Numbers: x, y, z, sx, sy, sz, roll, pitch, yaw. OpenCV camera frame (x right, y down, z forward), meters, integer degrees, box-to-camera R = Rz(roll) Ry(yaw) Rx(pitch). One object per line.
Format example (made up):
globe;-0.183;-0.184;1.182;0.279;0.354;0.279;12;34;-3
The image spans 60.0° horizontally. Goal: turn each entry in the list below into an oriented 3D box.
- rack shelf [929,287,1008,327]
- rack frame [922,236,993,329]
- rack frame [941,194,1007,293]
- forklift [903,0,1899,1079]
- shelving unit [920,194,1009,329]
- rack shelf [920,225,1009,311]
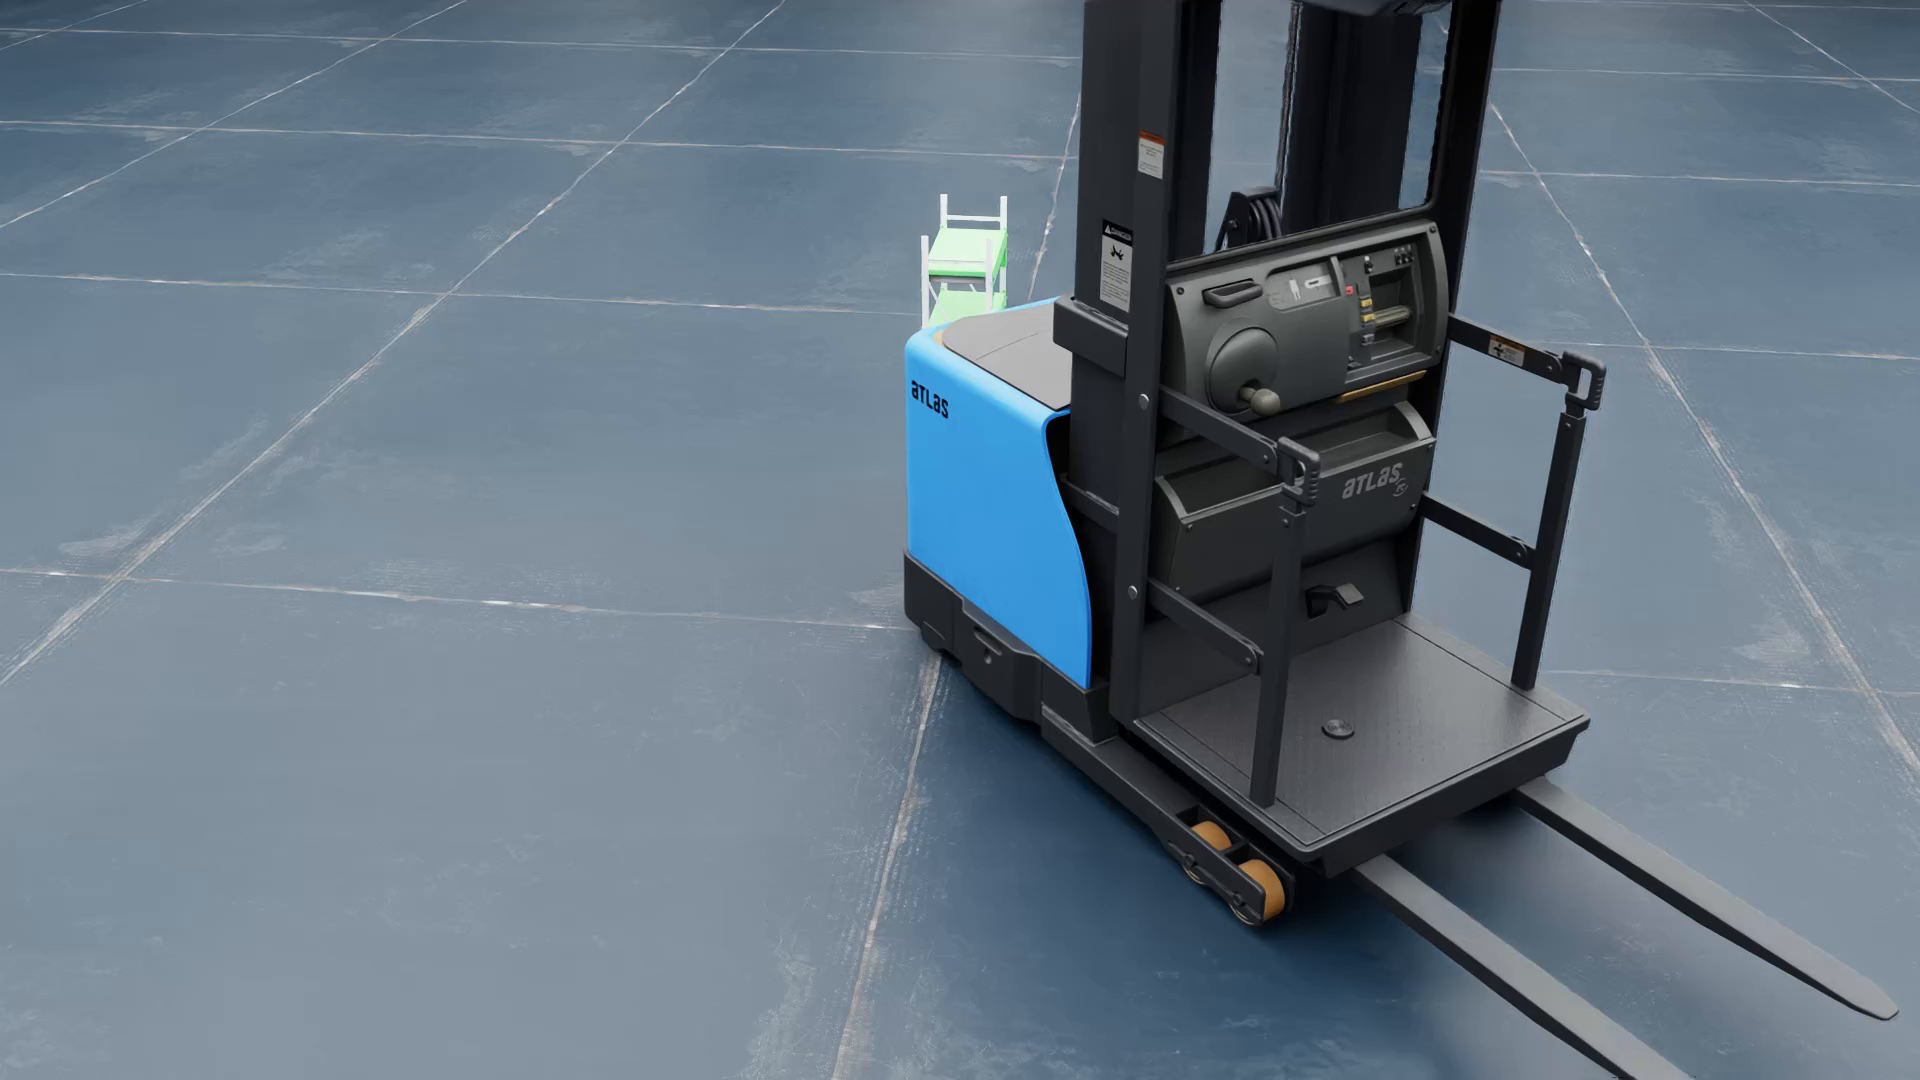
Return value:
rack shelf;0.020;-0.761;6.027;0.258;0.148;0.480;3;28;6
rack frame;-0.010;-0.491;5.897;0.240;1.200;0.015;3;28;6
rack frame;0.050;-0.721;6.323;0.240;1.200;0.015;3;28;6
forklift;1.038;-0.537;4.157;1.130;2.935;3.031;-17;33;-29
shelving unit;0.020;-0.606;6.110;0.258;1.200;0.503;3;28;6
rack shelf;0.020;-0.972;5.913;0.258;0.148;0.480;3;28;6
